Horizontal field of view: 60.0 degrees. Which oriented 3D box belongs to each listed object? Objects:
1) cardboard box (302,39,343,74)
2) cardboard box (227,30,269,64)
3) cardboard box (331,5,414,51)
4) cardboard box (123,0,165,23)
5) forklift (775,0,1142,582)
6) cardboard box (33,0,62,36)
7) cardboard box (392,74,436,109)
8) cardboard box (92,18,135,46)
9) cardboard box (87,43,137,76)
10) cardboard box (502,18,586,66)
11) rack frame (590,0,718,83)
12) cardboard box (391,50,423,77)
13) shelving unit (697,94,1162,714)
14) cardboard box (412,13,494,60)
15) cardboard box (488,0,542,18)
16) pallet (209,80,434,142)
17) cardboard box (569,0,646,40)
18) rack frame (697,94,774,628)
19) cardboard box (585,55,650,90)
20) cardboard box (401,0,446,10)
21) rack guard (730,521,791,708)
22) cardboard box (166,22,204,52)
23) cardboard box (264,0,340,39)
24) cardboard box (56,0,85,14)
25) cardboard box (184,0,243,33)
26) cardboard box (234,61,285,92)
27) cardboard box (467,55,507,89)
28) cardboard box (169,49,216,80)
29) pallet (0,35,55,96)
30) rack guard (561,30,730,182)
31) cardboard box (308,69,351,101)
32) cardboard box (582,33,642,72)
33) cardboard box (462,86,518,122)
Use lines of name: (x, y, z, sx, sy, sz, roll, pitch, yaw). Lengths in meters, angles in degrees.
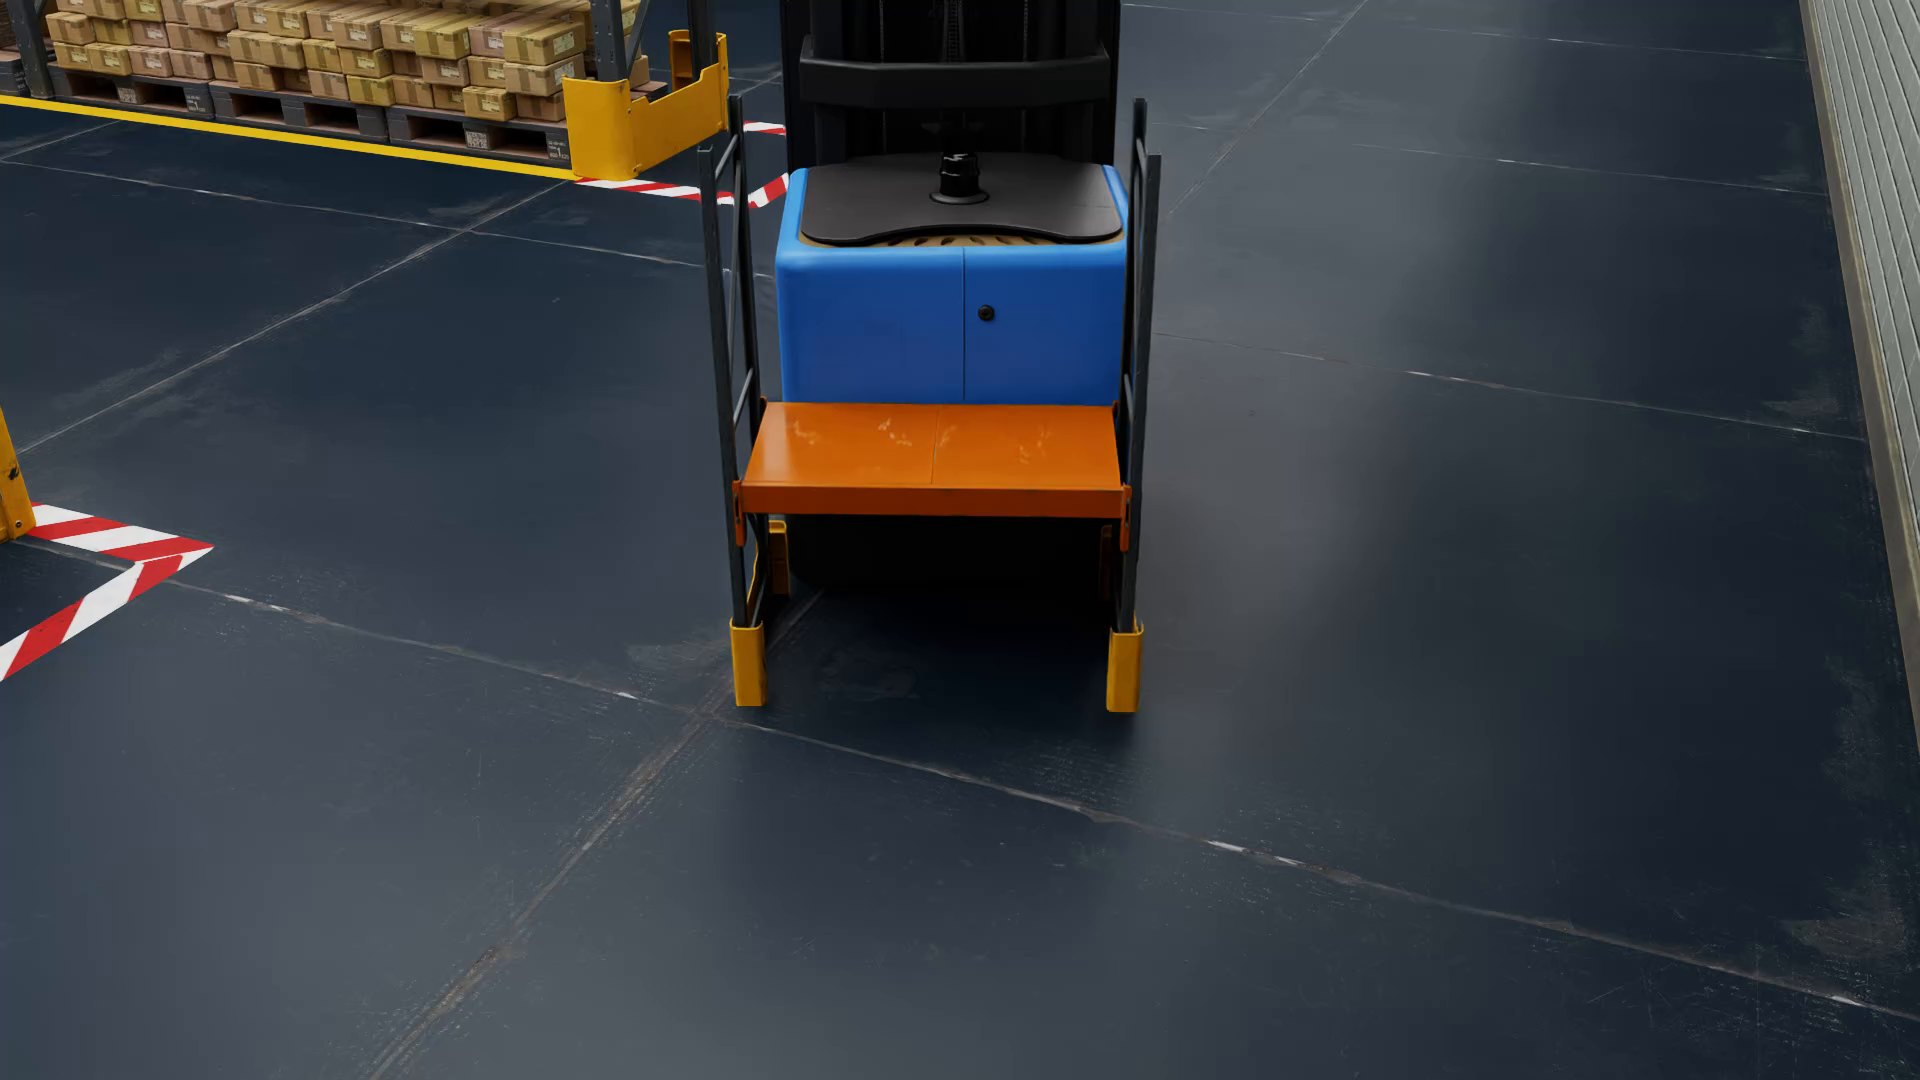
cardboard box: (-3.369, -2.689, 9.127, 0.250, 0.149, 0.380, 13, 32, 22)
cardboard box: (-3.853, -2.784, 9.296, 0.250, 0.149, 0.380, 11, 31, 19)
cardboard box: (-3.146, -2.756, 8.943, 0.250, 0.149, 0.380, 12, 32, 21)
cardboard box: (-4.554, -3.089, 9.533, 0.250, 0.149, 0.380, 11, 31, 18)
forklift: (-0.041, -1.840, 5.527, 1.130, 2.935, 3.031, -1, 29, -2)
cardboard box: (-5.866, -3.501, 10.510, 0.500, 0.500, 0.500, 13, 32, 21)
cardboard box: (-2.864, -2.482, 9.064, 0.250, 0.149, 0.380, 12, 31, 20)
cardboard box: (-4.798, -3.001, 9.680, 0.250, 0.149, 0.380, 12, 31, 19)
cardboard box: (-4.818, -2.828, 9.675, 0.250, 0.149, 0.380, 12, 32, 21)
cardboard box: (-2.161, -2.592, 8.653, 0.250, 0.149, 0.380, 12, 32, 20)
rack frame: (-1.575, -3.409, 8.233, 0.127, 3.000, 1.000, 11, 31, 19)
cardboard box: (-2.864, -2.640, 9.040, 0.250, 0.149, 0.380, 11, 31, 19)
shelving unit: (-0.055, -0.341, 4.328, 1.083, 1.500, 0.587, 1, 29, 1)
cardboard box: (-2.660, -2.655, 8.764, 0.250, 0.149, 0.380, 11, 31, 18)
cardboard box: (-2.419, -2.963, 9.309, 0.250, 0.149, 0.380, 11, 31, 19)
pallet: (-3.511, -2.602, 9.639, 1.213, 0.211, 1.003, 11, 31, 19)
cardboard box: (-1.933, -2.862, 9.130, 0.250, 0.149, 0.380, 10, 31, 17)
rack frame: (-0.573, -0.348, 4.341, 0.032, 1.500, 0.500, 1, 29, 1)
cardboard box: (-1.940, -2.594, 9.261, 0.250, 0.149, 0.380, 12, 32, 20)
cardboard box: (-2.933, -3.026, 9.422, 0.250, 0.149, 0.380, 13, 32, 21)
rack guard: (-0.553, 0.197, 4.648, 0.087, 0.250, 0.587, 1, 29, 1)
cardboard box: (-4.309, -2.921, 9.538, 0.250, 0.149, 0.380, 10, 31, 17)
cardboard box: (-3.602, -2.891, 9.182, 0.250, 0.149, 0.380, 11, 31, 19)
cardboard box: (-5.040, -3.192, 9.714, 0.250, 0.149, 0.380, 13, 32, 21)
cardboard box: (-4.099, -2.967, 9.317, 0.250, 0.149, 0.380, 12, 32, 20)
cardboard box: (-3.847, -2.655, 9.370, 0.250, 0.149, 0.380, 10, 31, 18)
cardboard box: (-2.393, -2.521, 8.829, 0.250, 0.149, 0.380, 11, 31, 18)
cardboard box: (-4.314, -2.781, 9.593, 0.250, 0.149, 0.380, 11, 31, 18)
pallet: (-6.003, -3.078, 10.482, 1.213, 0.211, 1.003, 11, 31, 19)
rack guard: (-1.645, -2.335, 8.873, 0.348, 0.500, 1.175, 11, 31, 19)
cardboard box: (-3.369, -2.561, 9.202, 0.250, 0.149, 0.380, 12, 32, 20)
cardboard box: (-1.964, -2.694, 9.136, 0.250, 0.149, 0.380, 13, 32, 21)
cardboard box: (-2.418, -2.354, 8.838, 0.250, 0.149, 0.380, 12, 32, 21)
